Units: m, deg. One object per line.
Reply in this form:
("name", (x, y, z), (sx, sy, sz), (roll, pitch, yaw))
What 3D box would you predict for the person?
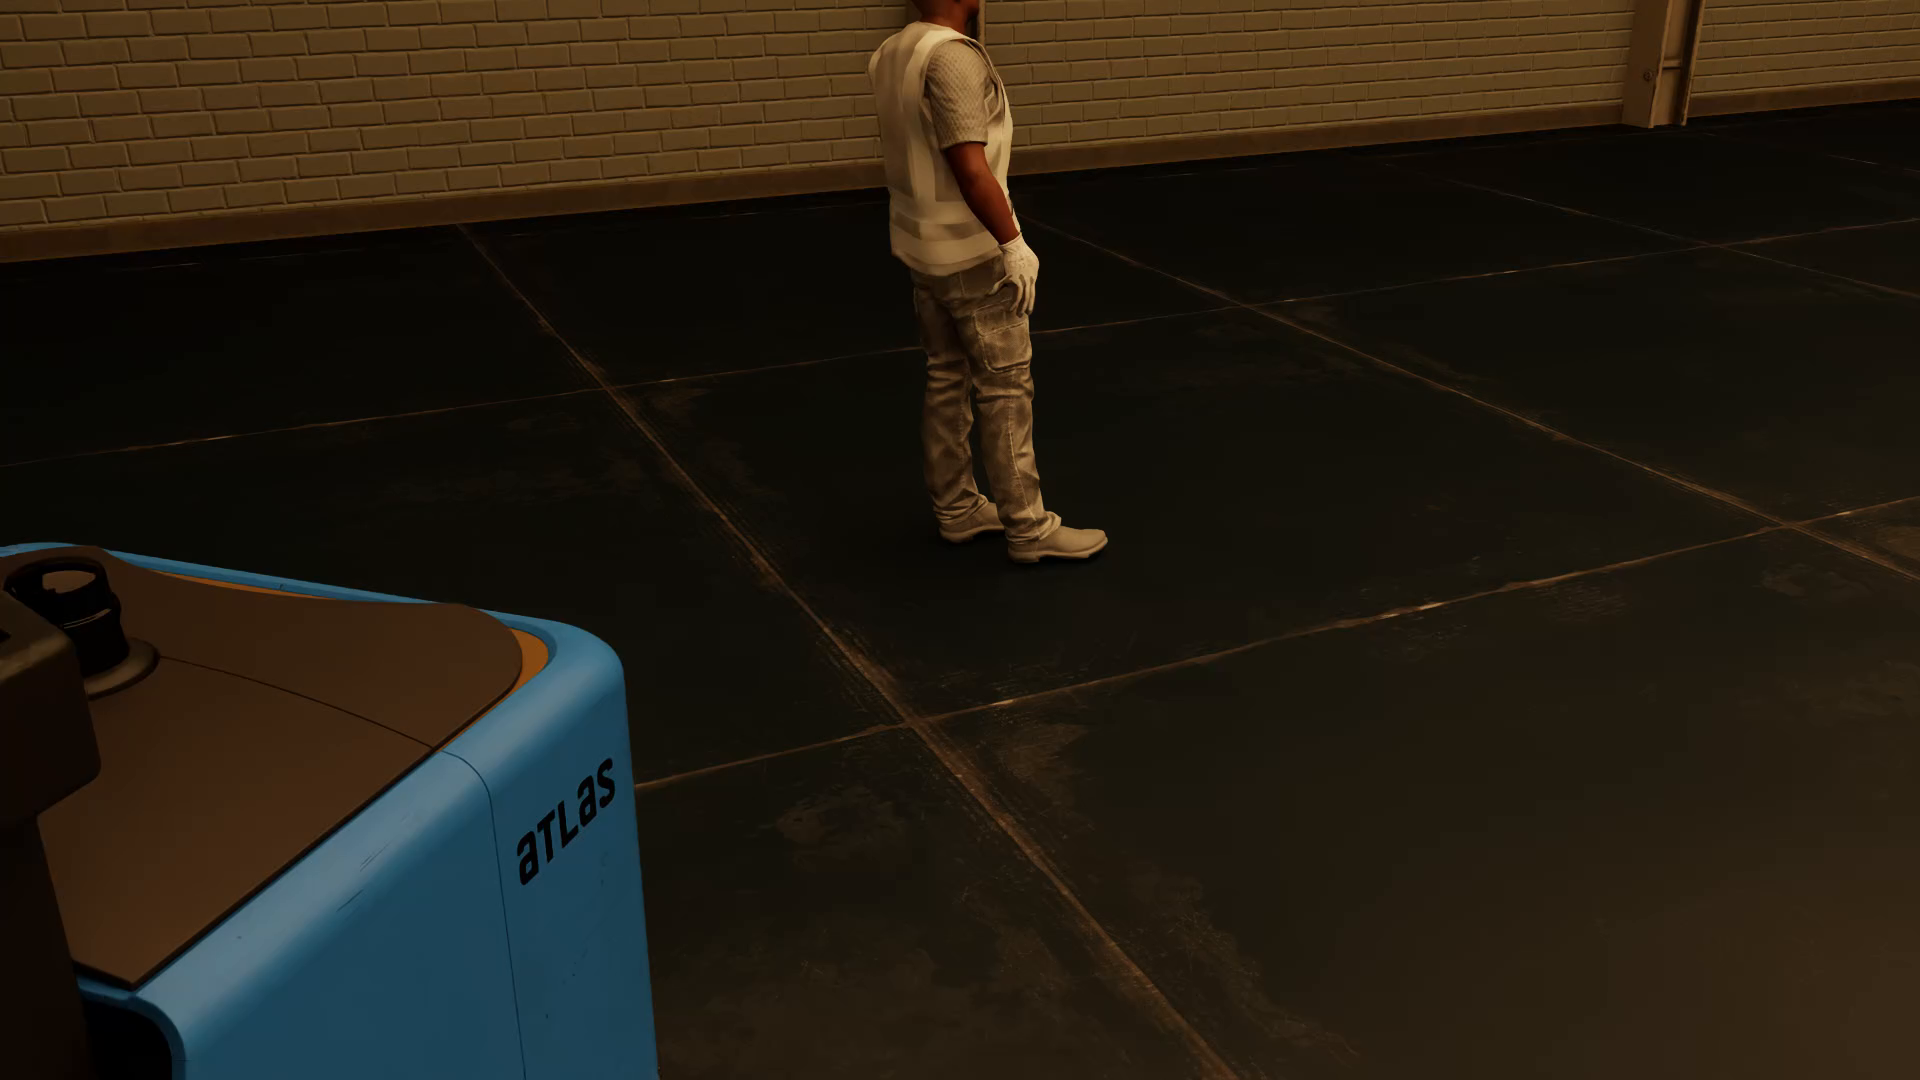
("person", (0.069, -0.839, 4.782), (0.577, 1.782, 0.656), (-10, 25, -23))
